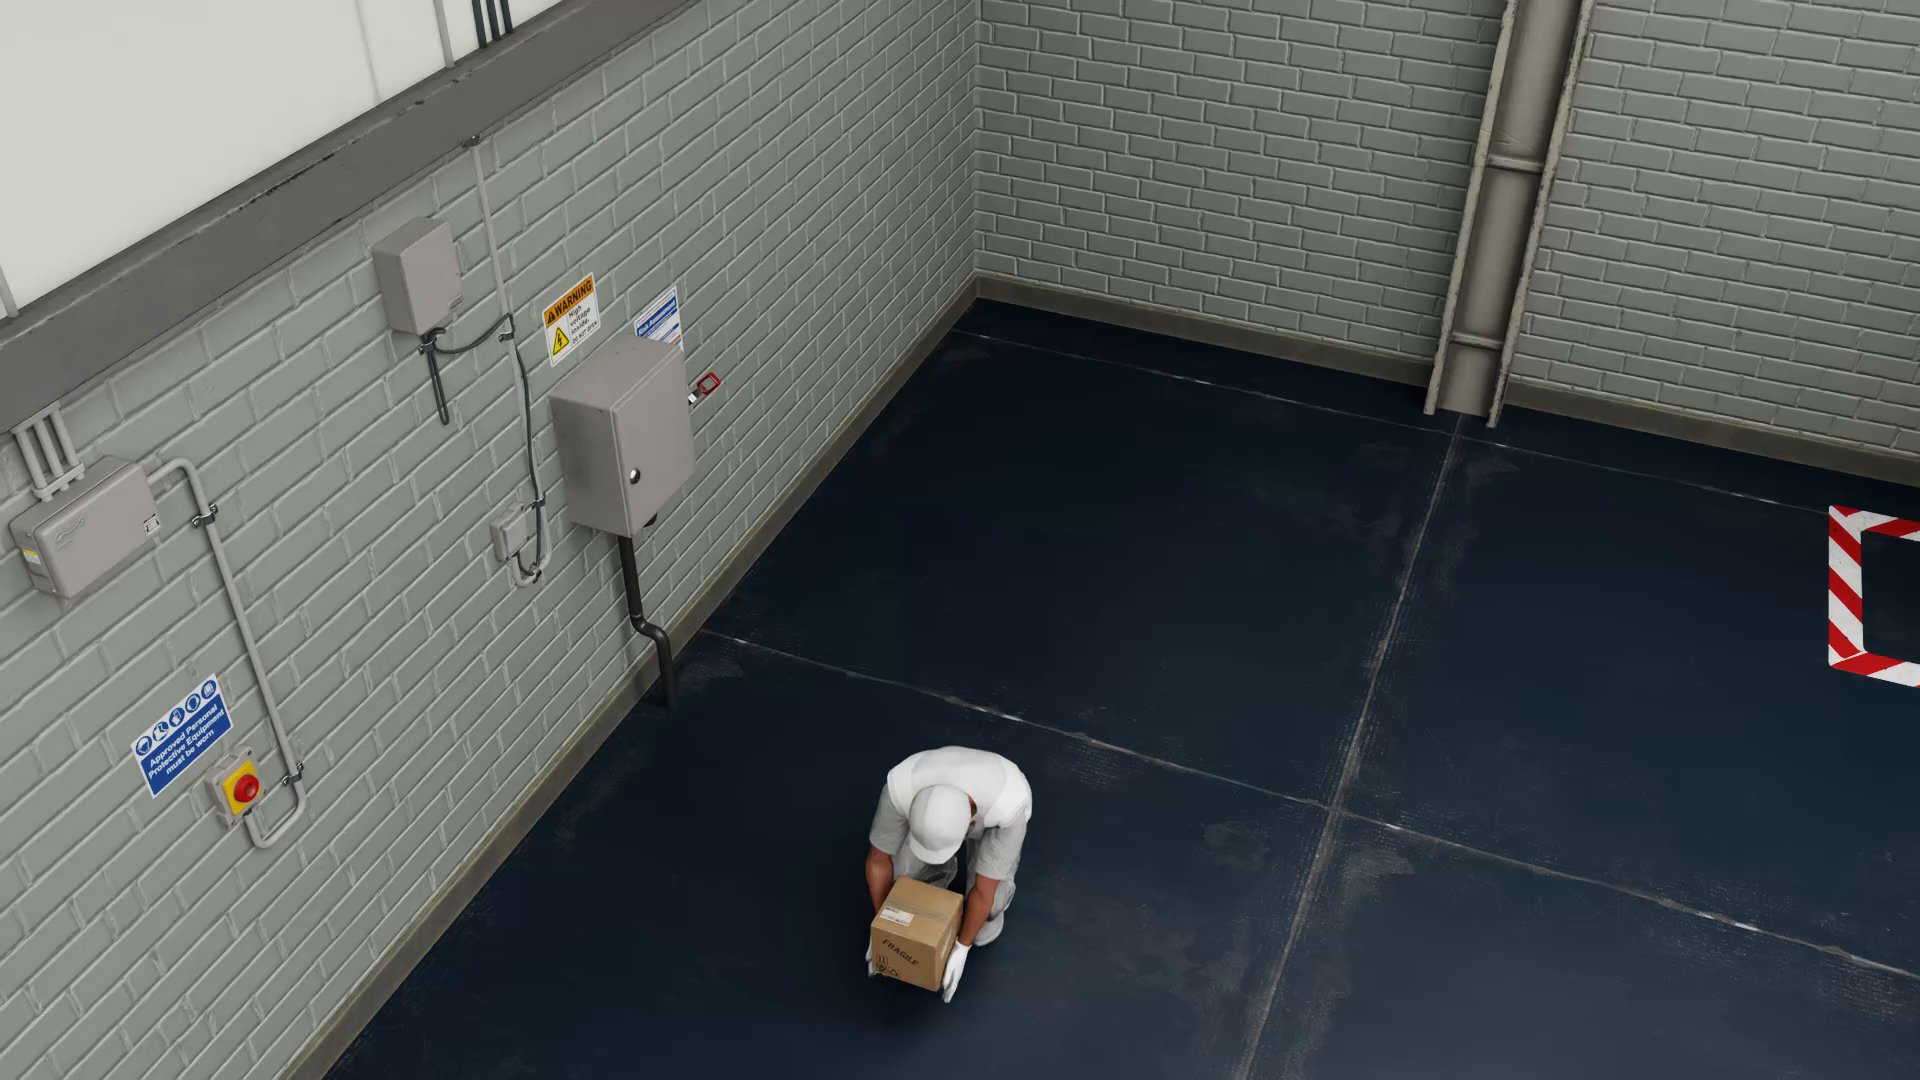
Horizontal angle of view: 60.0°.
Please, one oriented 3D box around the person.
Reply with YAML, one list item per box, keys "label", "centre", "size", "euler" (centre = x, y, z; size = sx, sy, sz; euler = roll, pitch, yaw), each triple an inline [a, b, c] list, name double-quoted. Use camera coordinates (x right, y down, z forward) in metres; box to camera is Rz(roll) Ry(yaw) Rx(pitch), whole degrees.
- label: "person"
  centre: [-0.012, 1.081, 6.036]
  size: [0.564, 0.999, 0.888]
  euler: [14, 39, 17]
